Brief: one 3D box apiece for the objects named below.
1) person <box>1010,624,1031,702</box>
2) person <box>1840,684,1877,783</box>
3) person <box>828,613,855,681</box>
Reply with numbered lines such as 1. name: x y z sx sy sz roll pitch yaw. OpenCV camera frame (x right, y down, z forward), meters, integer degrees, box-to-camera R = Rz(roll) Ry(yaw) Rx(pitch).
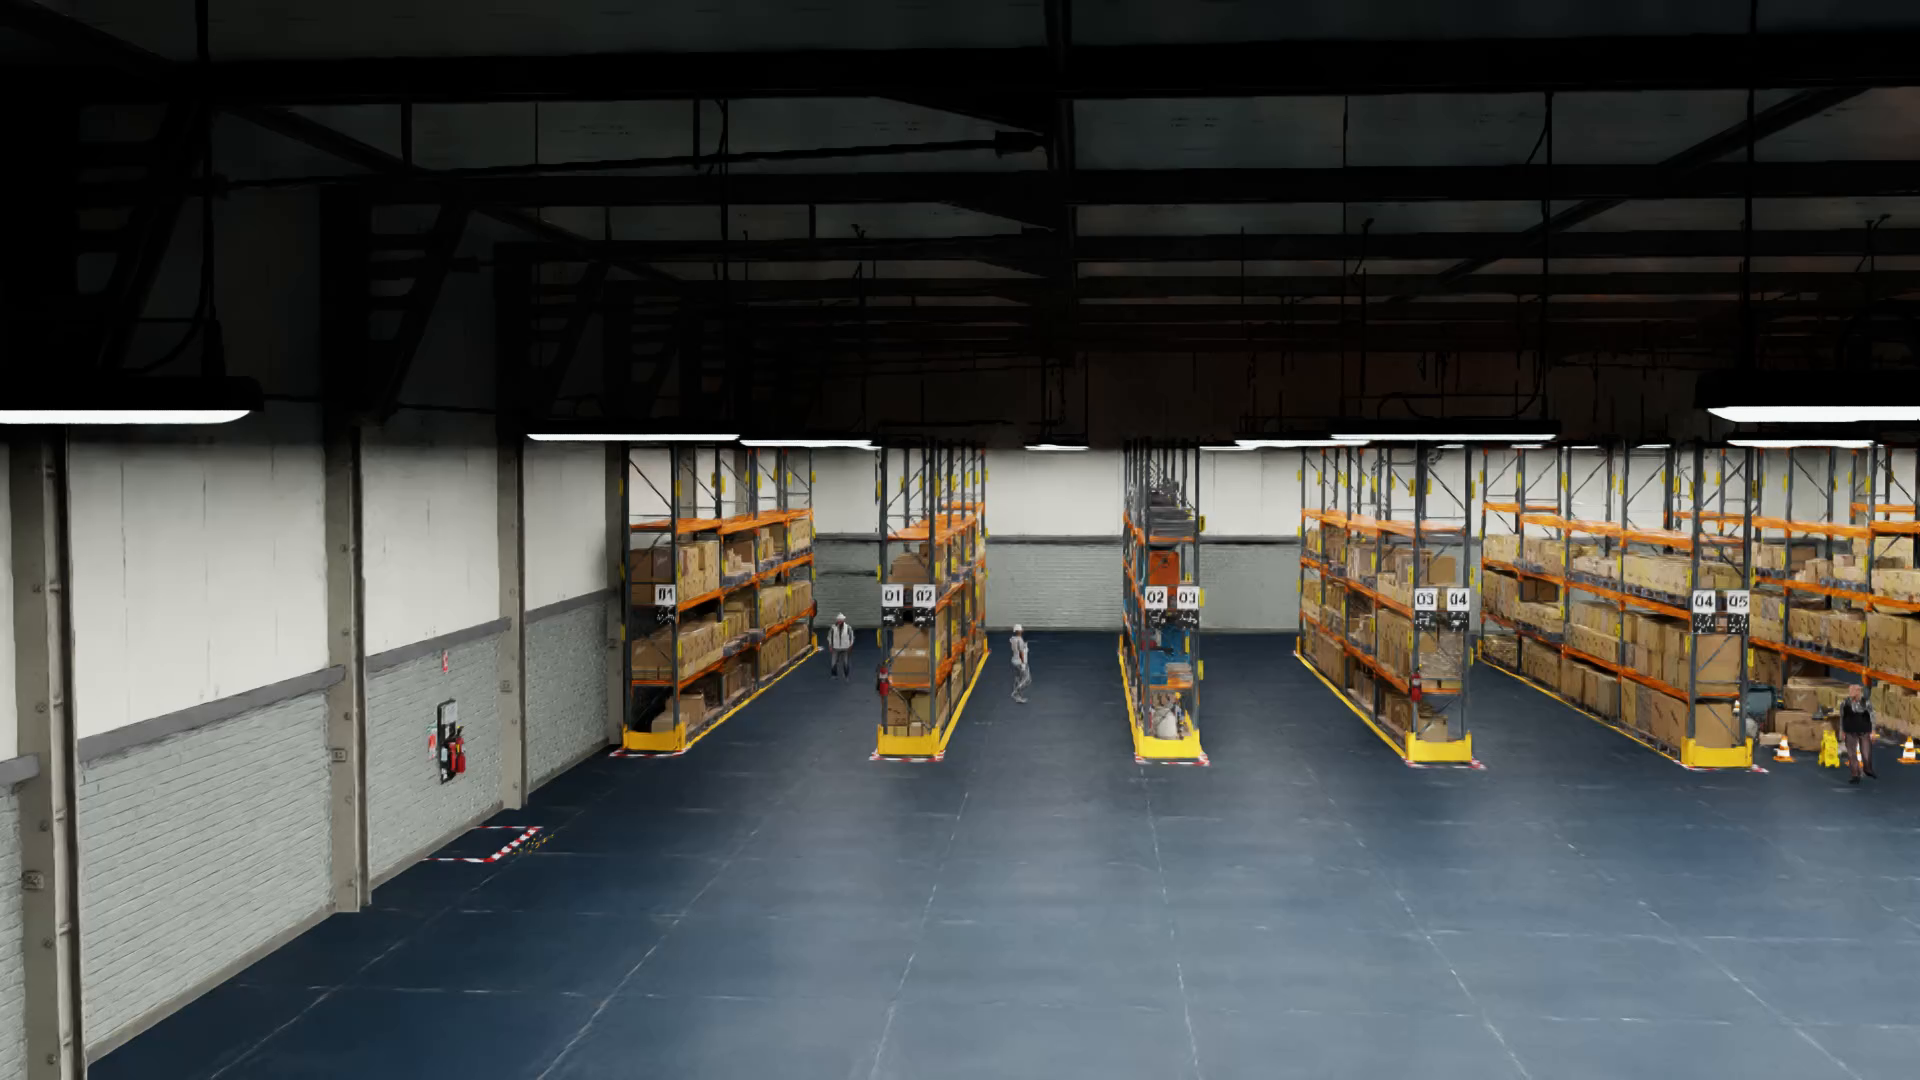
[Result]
1. person: 1.339 2.807 37.808 0.444 1.781 0.600 -1 3 -21
2. person: 15.545 3.330 28.762 0.579 1.712 0.536 3 4 41
3. person: -2.956 2.658 41.325 0.677 1.726 0.574 0 3 2
